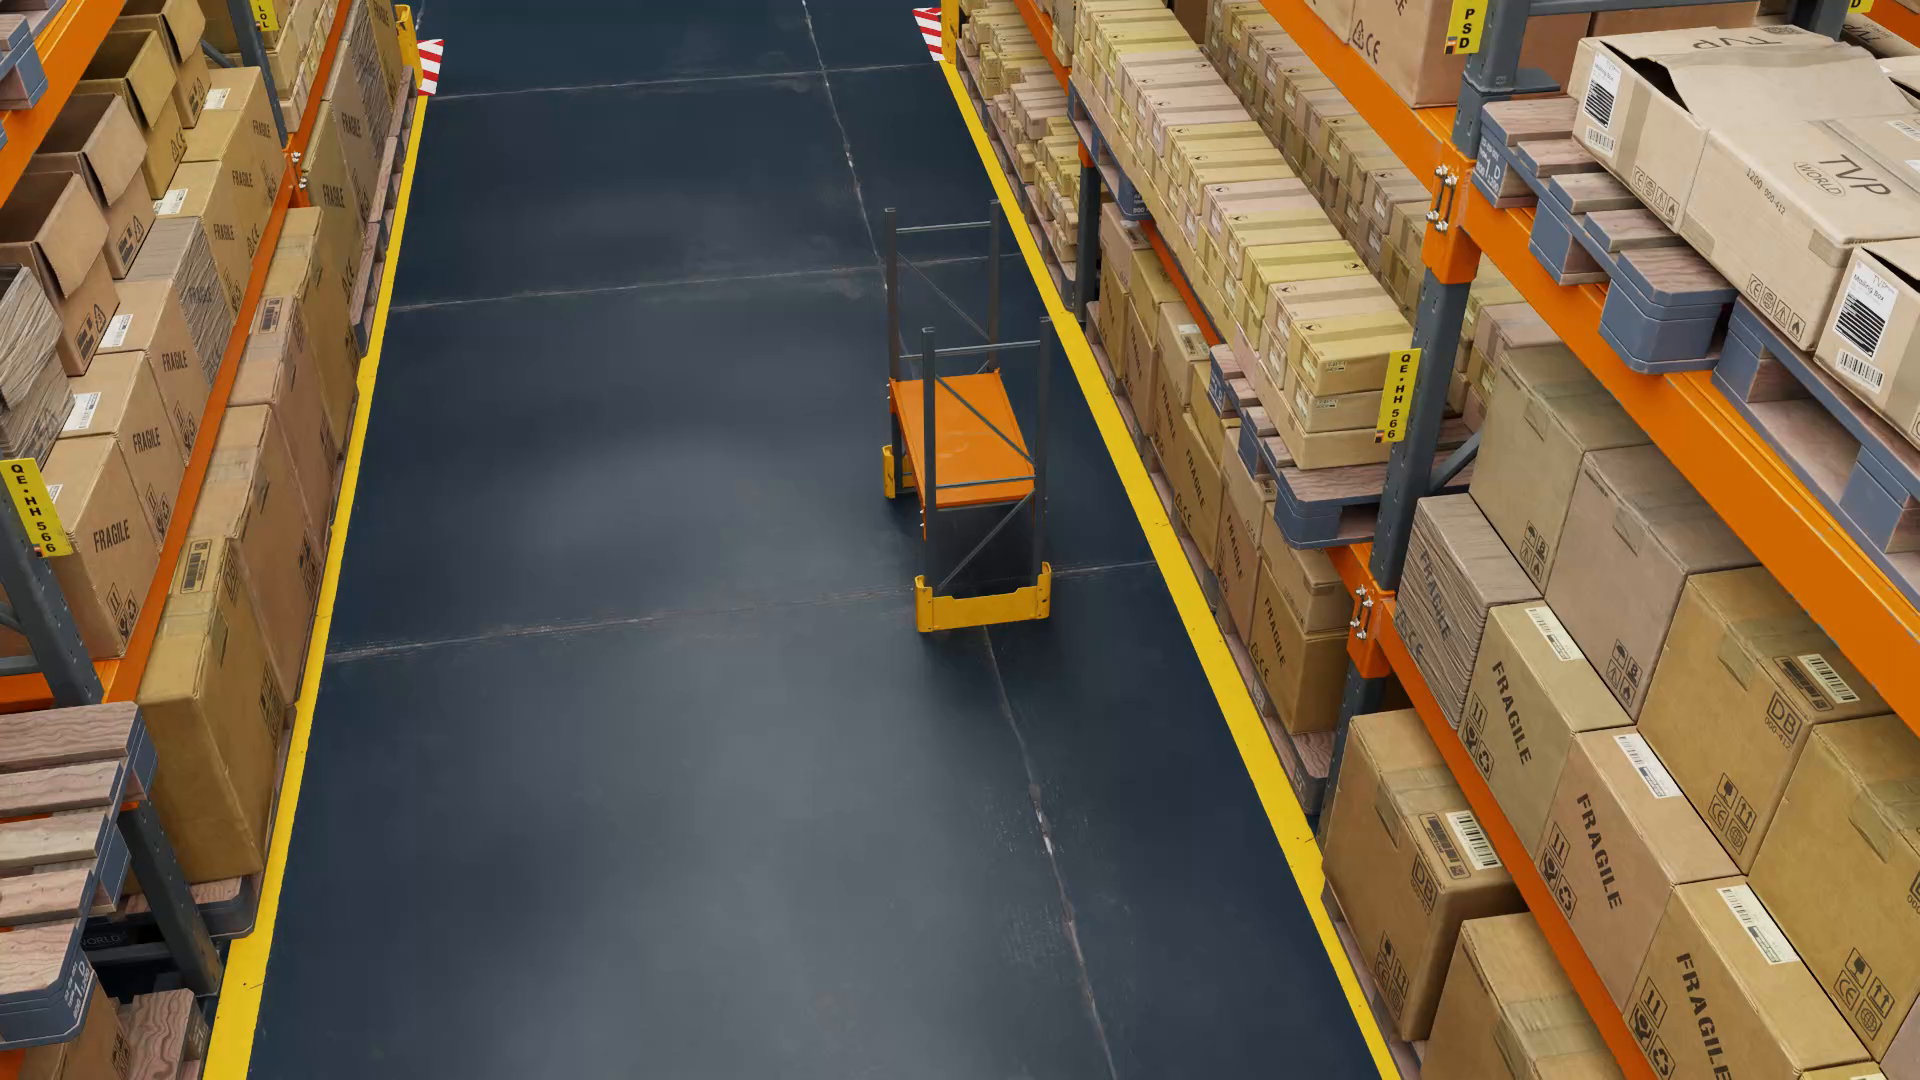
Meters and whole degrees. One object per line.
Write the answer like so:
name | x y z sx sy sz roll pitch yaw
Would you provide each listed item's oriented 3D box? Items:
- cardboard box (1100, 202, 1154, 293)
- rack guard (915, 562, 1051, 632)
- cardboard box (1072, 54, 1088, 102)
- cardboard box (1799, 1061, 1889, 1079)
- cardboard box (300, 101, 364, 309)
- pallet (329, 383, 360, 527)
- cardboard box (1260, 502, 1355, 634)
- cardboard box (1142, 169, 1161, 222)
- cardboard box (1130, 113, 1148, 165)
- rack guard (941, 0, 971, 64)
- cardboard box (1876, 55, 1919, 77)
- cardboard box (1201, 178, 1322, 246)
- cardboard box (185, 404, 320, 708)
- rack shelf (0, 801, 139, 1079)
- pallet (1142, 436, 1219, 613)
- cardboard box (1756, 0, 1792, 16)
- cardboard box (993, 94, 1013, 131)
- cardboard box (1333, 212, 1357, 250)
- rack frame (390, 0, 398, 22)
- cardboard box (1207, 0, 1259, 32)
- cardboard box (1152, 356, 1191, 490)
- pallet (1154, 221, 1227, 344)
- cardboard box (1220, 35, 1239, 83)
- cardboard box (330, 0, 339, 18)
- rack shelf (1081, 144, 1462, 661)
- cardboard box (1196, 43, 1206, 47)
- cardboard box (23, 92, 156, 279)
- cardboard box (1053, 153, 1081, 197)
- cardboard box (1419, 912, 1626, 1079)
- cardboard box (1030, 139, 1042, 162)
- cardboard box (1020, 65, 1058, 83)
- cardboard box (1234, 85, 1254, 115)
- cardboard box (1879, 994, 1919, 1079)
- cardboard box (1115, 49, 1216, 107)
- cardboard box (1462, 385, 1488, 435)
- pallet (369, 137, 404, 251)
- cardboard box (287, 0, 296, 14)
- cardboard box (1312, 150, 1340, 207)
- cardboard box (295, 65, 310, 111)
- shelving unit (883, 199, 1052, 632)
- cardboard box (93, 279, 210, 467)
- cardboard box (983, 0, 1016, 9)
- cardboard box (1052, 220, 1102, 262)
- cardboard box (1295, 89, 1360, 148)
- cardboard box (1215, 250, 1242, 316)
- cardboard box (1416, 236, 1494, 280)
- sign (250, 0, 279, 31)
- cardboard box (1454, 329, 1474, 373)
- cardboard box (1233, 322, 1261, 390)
cardboard box | 1.013 -1.483 8.298 0.500 0.250 0.500 -8 39 -10
rack guard | 0.101 0.248 7.227 0.587 0.250 0.087 -6 38 -8
cardboard box | 0.760 -2.262 8.079 0.380 0.149 0.250 -8 39 -10
cardboard box | 2.014 1.413 3.405 0.500 0.500 0.500 -6 38 -7
cardboard box | -3.794 -1.745 8.940 0.875 0.875 0.875 -6 38 -8
pallet | -3.548 -0.452 8.159 1.003 0.211 1.213 -6 38 -8
cardboard box | 1.467 0.073 6.295 0.500 0.250 0.500 -7 38 -9
cardboard box | 0.994 -1.474 7.065 0.380 0.149 0.250 -7 38 -9
cardboard box | 0.949 -1.748 7.175 0.380 0.149 0.250 -5 38 -6
rack guard | 0.456 -3.866 12.319 1.175 0.500 0.348 -6 38 -8
cardboard box | 2.167 -1.027 3.948 0.380 0.166 0.250 -6 38 -8
cardboard box | 1.133 -1.233 6.269 0.380 0.149 0.250 -6 38 -8
cardboard box | -3.305 0.120 6.540 1.225 0.875 0.875 -6 38 -8
rack shelf | -2.705 1.897 3.449 1.077 0.370 4.000 -6 38 -8
pallet | 1.499 -0.173 7.801 1.003 0.211 1.213 -6 38 -8
cardboard box | 5.681 -3.707 11.823 0.875 0.438 0.875 -5 38 -7
cardboard box | 0.429 -2.820 10.916 0.380 0.149 0.250 -8 39 -10
cardboard box | 1.731 -1.226 6.746 0.380 0.149 0.250 -6 38 -7
rack frame | -4.458 -4.427 11.003 1.000 3.000 0.127 -6 38 -8
cardboard box | 1.406 -2.563 7.982 0.380 0.149 0.250 -5 38 -6
cardboard box | 1.212 -0.553 7.712 0.500 0.500 0.500 -6 38 -7
pallet | 1.458 -1.183 6.984 1.003 0.211 1.213 -6 38 -8
cardboard box | 1.455 -2.289 7.871 0.380 0.149 0.250 -6 38 -8
cardboard box | -3.756 -3.067 9.458 0.380 0.149 0.250 -7 38 -9
rack shelf | 1.494 -0.991 7.167 1.077 0.370 4.000 -6 38 -8
cardboard box | 1.416 -2.590 8.844 0.380 0.149 0.250 -5 38 -6
cardboard box | -3.404 -1.272 6.043 0.797 0.503 0.637 -5 38 -6
cardboard box | 0.741 -2.095 9.498 0.380 0.149 0.250 -6 38 -7
cardboard box | 2.020 1.561 4.788 1.050 0.750 0.750 -6 38 -7
cardboard box | 0.640 -2.433 10.175 0.380 0.149 0.250 -5 38 -7
cardboard box | 0.588 -2.887 10.517 0.380 0.149 0.250 -6 38 -8
cardboard box | 1.496 -2.024 7.772 0.380 0.149 0.250 -6 38 -8
cardboard box | 2.273 1.000 3.122 0.700 0.500 0.500 -6 38 -8
cardboard box | 0.899 -2.023 7.287 0.380 0.149 0.250 -7 38 -9
cardboard box | 1.965 -0.426 5.715 0.380 0.149 0.250 -7 38 -9
pallet | -4.031 -2.116 10.301 1.003 0.211 1.213 -6 38 -8
cardboard box | -3.668 -2.980 8.409 0.500 0.500 0.500 -6 38 -8
cardboard box | 1.680 -1.505 6.862 0.380 0.149 0.250 -5 38 -6
cardboard box | -3.528 -2.285 8.450 0.380 0.149 0.250 -7 38 -9
shelving unit | 0.013 -0.546 7.231 0.587 1.500 1.083 -6 38 -8
cardboard box | -3.059 -0.577 5.967 0.500 0.500 0.500 -7 38 -9
cardboard box | 0.367 -3.667 11.522 0.380 0.149 0.250 -6 38 -7
cardboard box | 0.740 -1.723 9.505 0.380 0.149 0.250 -6 38 -7
cardboard box | 1.634 -1.776 6.968 0.380 0.149 0.250 -8 39 -10
cardboard box | 1.170 -0.971 6.175 0.380 0.149 0.250 -6 38 -8
cardboard box | 1.866 -0.979 5.943 0.380 0.149 0.250 -6 38 -8
sign | -3.225 -2.501 7.645 0.100 0.325 0.005 -6 38 -8
cardboard box | 1.908 -0.728 5.863 0.380 0.149 0.250 -4 38 -6
cardboard box | 1.219 -0.688 6.053 0.380 0.149 0.250 -6 38 -7
